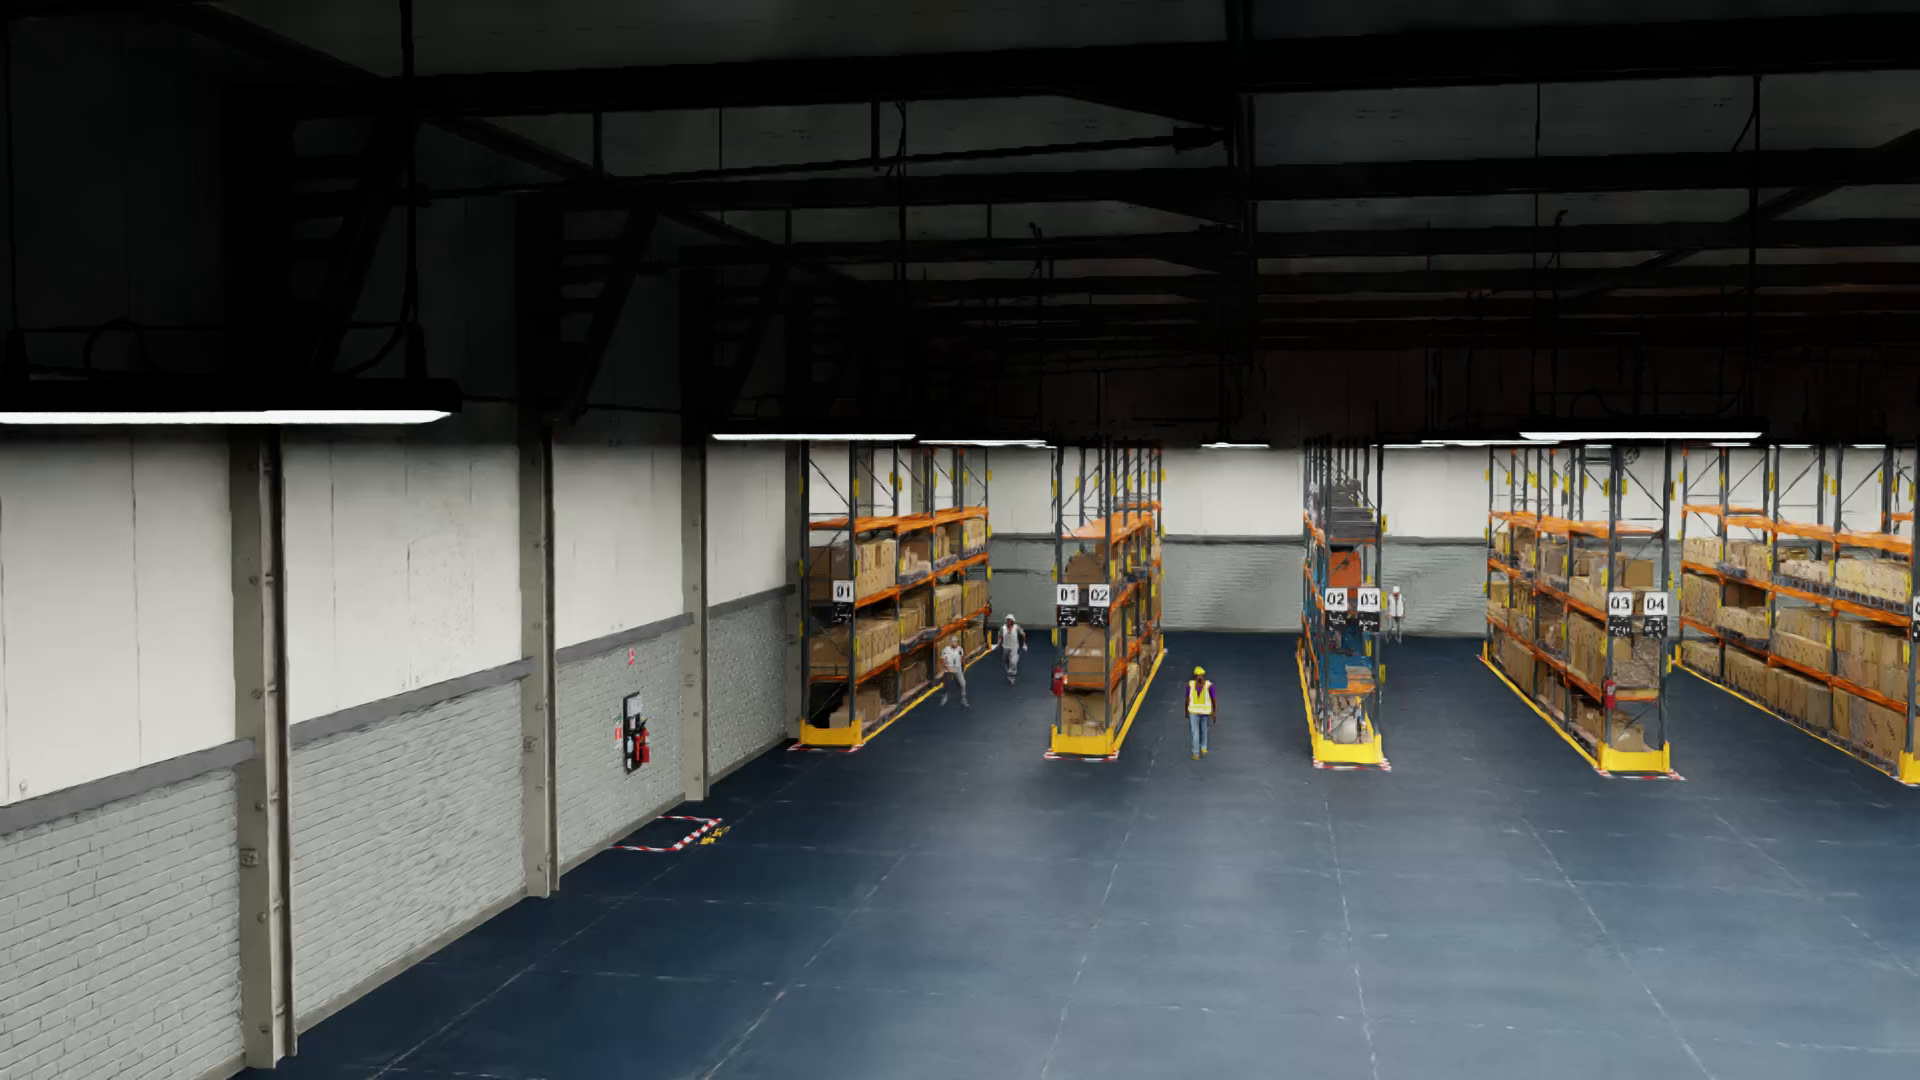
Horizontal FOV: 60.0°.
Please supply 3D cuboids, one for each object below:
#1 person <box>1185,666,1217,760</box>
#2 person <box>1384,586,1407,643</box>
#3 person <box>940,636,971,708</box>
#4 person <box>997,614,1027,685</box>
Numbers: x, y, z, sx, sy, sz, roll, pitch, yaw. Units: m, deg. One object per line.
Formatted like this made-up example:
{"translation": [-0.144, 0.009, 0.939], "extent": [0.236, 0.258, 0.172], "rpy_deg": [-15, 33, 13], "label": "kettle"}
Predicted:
{"translation": [4.477, 3.195, 30.895], "extent": [0.591, 1.716, 1.042], "rpy_deg": [0, 3, 9], "label": "person"}
{"translation": [12.913, 2.203, 49.321], "extent": [0.677, 1.726, 0.574], "rpy_deg": [0, 3, 8], "label": "person"}
{"translation": [-0.131, 2.912, 37.069], "extent": [0.655, 1.594, 0.824], "rpy_deg": [0, 3, -7], "label": "person"}
{"translation": [1.254, 2.654, 40.748], "extent": [0.703, 1.720, 0.835], "rpy_deg": [1, 3, 15], "label": "person"}
